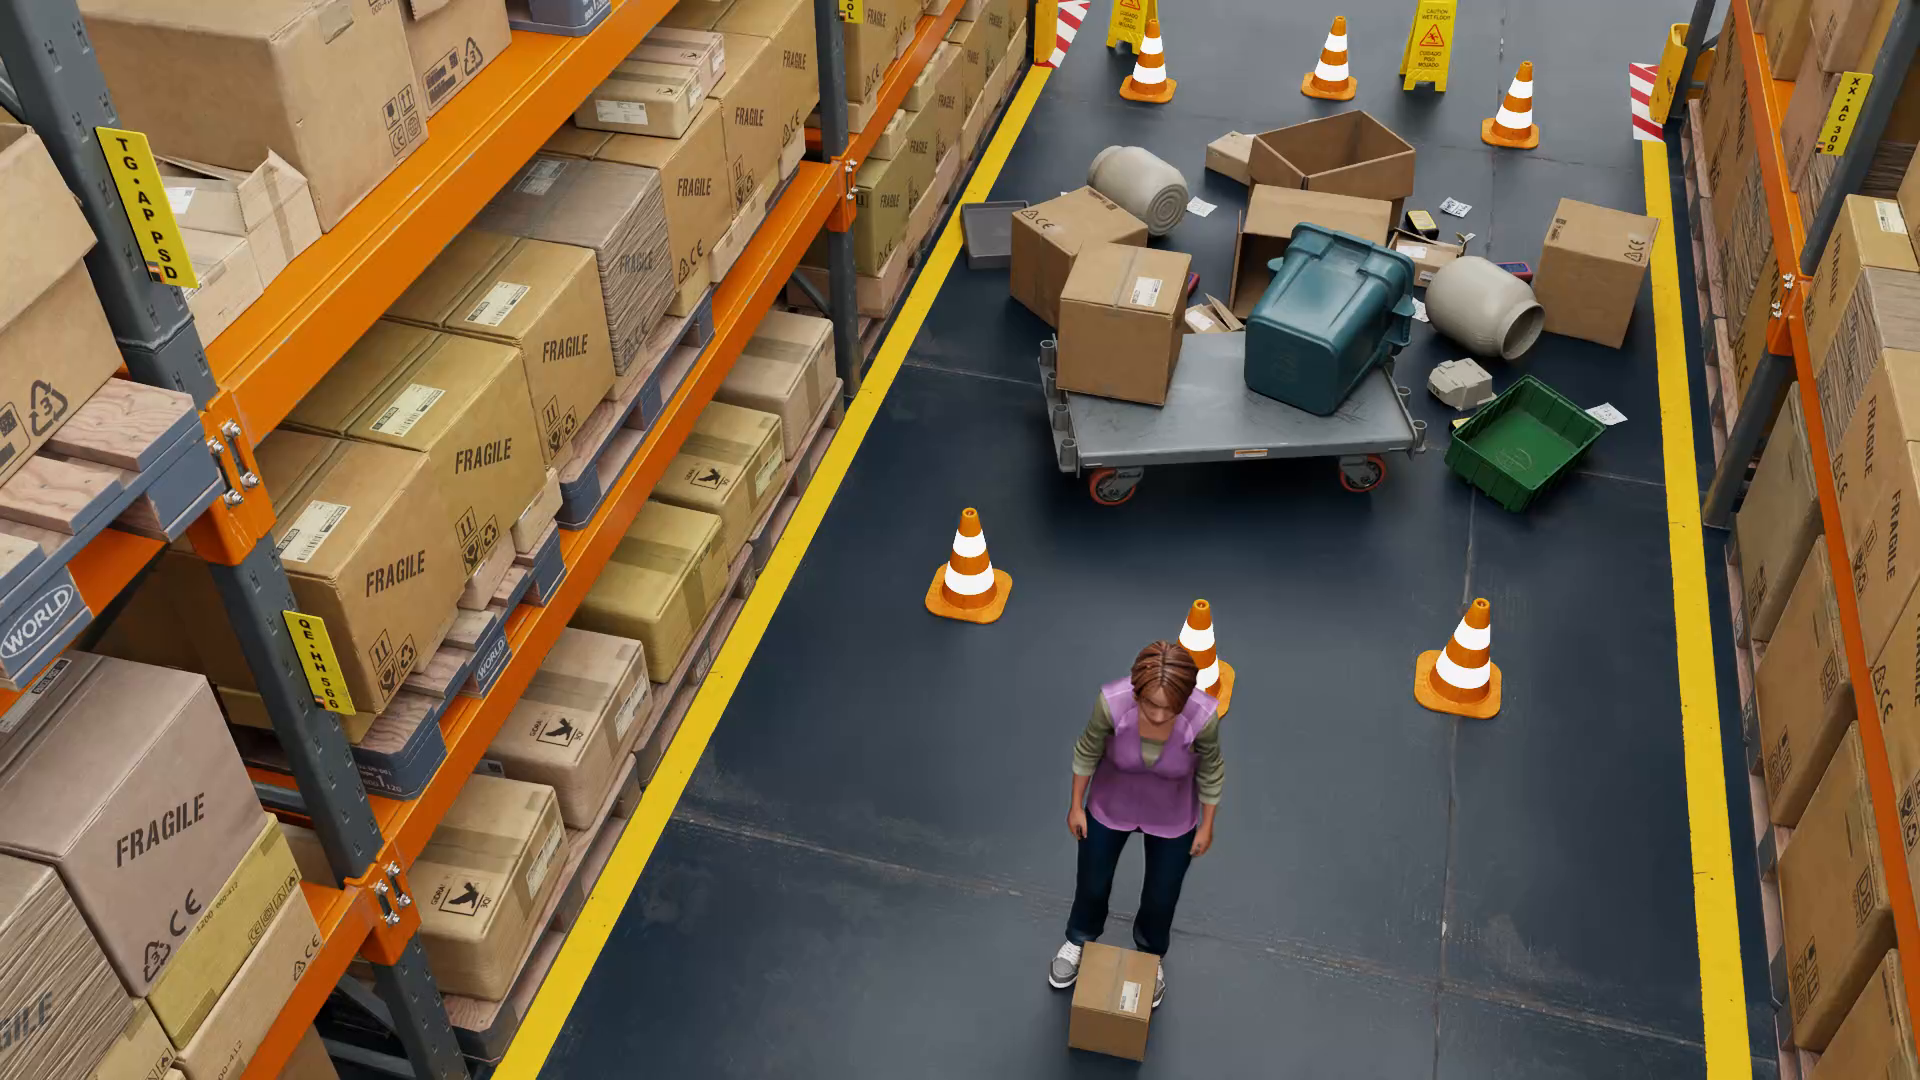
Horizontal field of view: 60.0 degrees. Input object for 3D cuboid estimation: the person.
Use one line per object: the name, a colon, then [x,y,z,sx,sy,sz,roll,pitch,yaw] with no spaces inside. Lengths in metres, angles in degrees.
person: [0.562,0.862,5.197,0.482,1.591,0.347,8,42,9]
